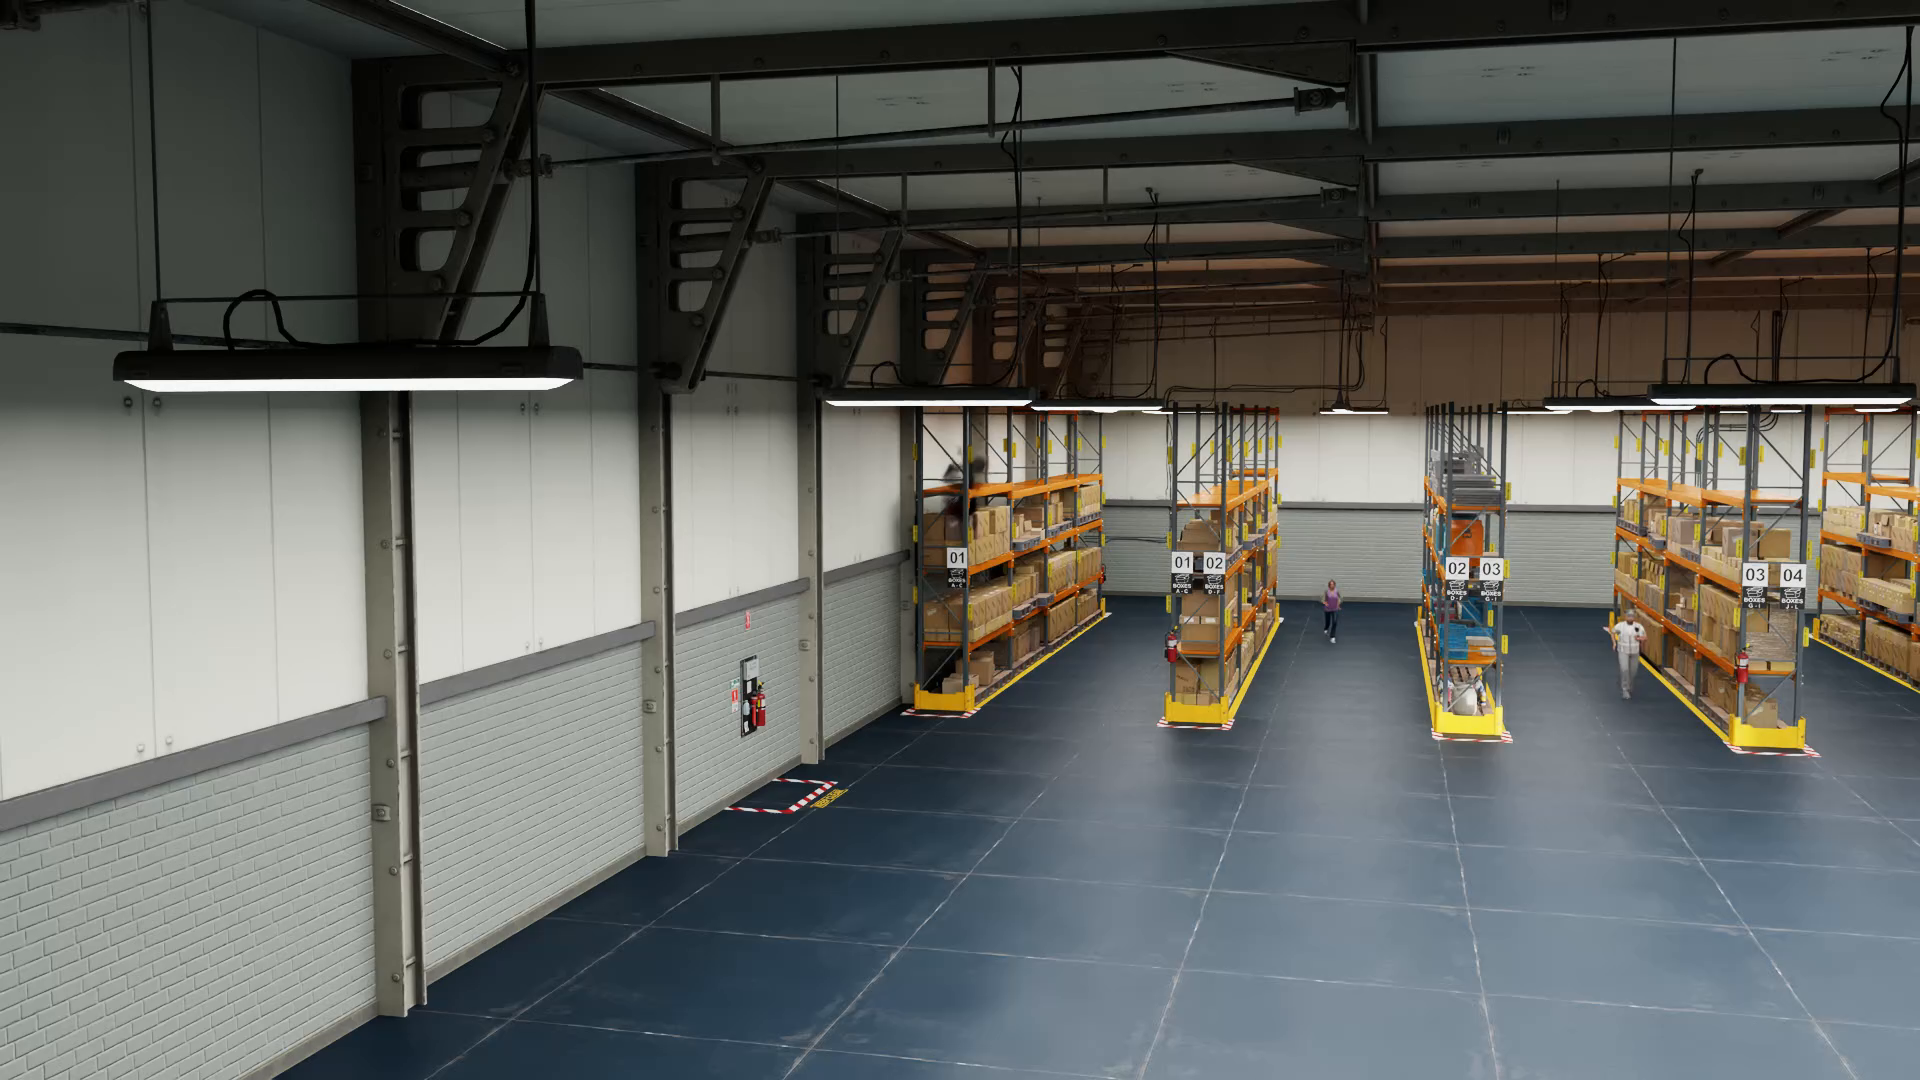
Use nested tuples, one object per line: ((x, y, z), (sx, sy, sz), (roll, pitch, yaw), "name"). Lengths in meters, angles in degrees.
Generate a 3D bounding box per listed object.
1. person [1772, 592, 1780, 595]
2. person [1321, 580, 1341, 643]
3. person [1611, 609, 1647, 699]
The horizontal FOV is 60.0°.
((20.803, 1.777, 42.643), (0.543, 1.629, 0.753), (2, 5, 28), "person")
((9.468, 1.802, 42.443), (0.525, 1.582, 0.822), (0, 4, 2), "person")
((13.718, 2.297, 34.095), (0.658, 1.785, 0.973), (1, 4, 12), "person")
